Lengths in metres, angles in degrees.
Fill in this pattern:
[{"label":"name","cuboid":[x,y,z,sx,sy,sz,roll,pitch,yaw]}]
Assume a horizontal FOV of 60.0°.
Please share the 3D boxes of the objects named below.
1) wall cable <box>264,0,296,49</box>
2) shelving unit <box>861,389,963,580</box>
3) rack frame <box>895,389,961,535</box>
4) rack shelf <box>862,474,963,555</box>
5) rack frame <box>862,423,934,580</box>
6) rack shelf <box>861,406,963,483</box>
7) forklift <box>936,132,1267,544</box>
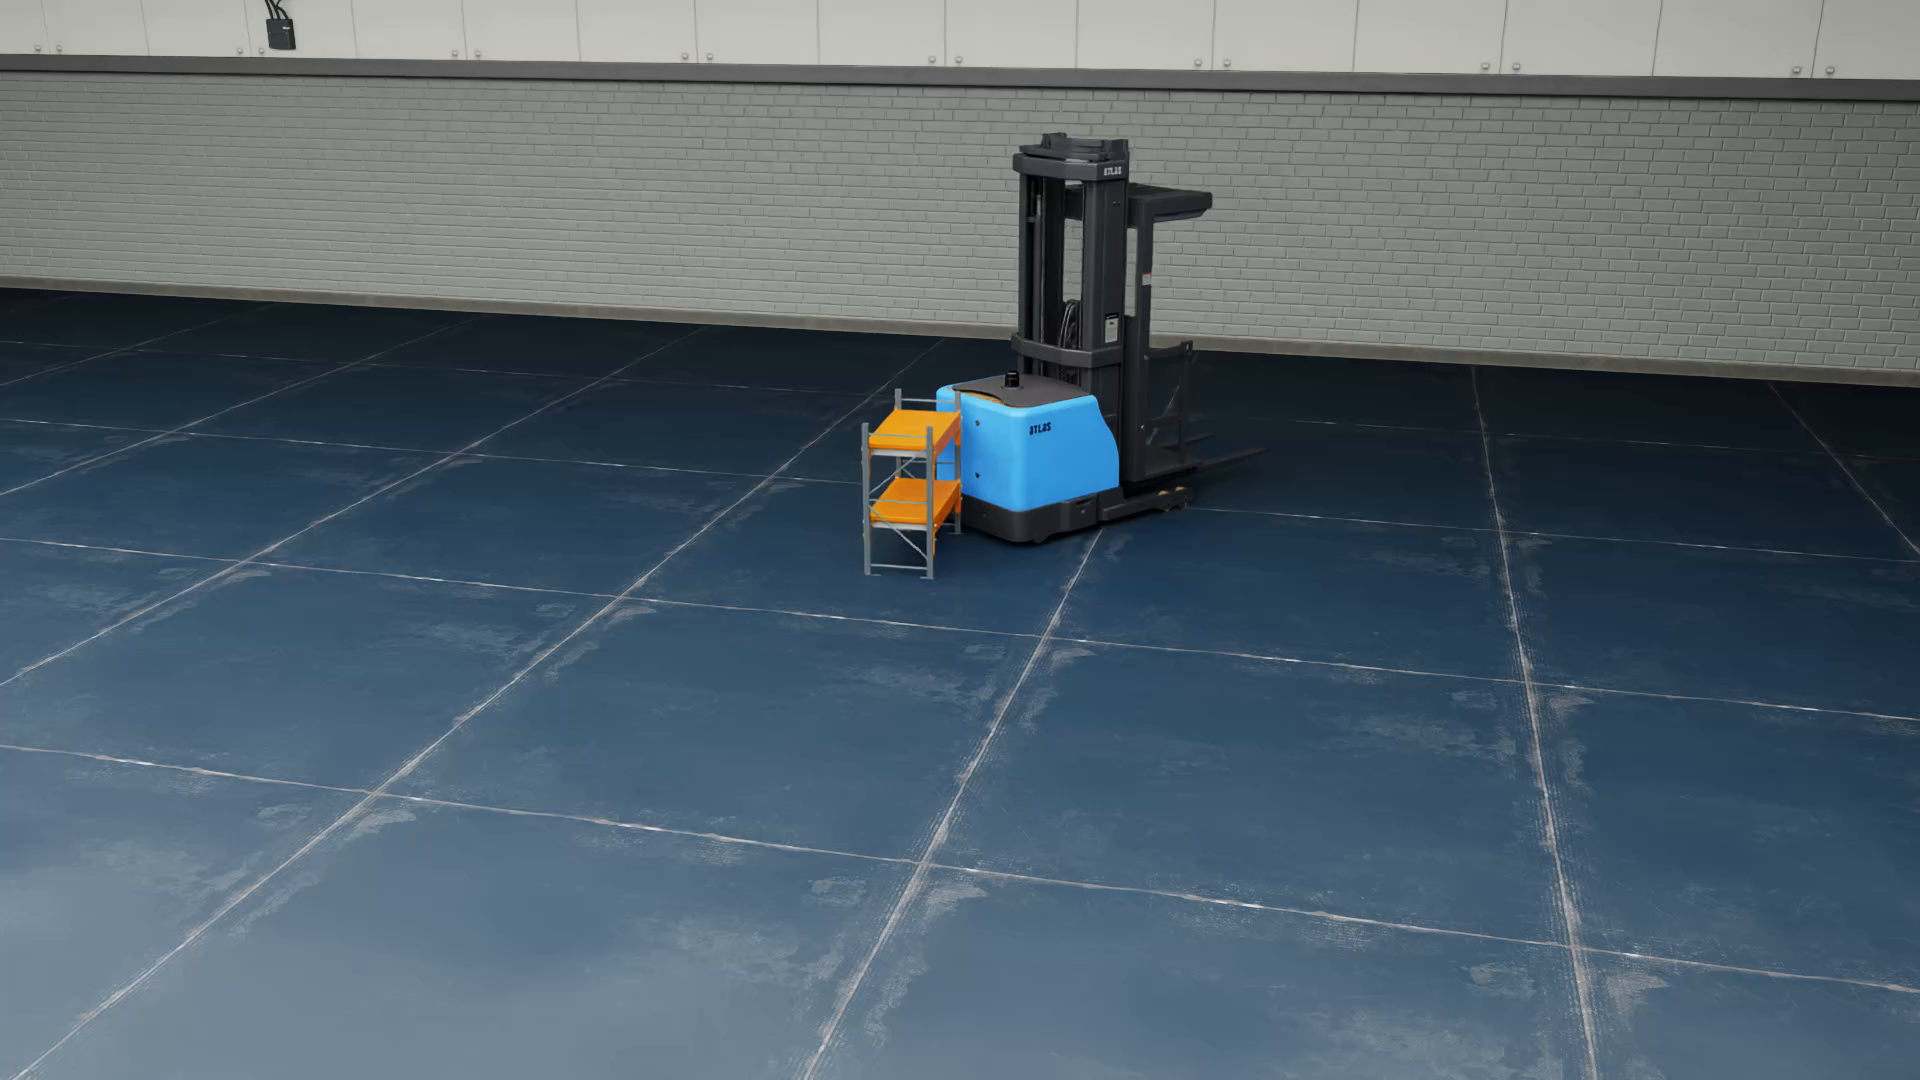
[{"label":"wall cable","cuboid":[-7.453,-8.863,19.453,2.305,6.003,0.169,5,19,13]},{"label":"shelving unit","cuboid":[-0.338,-0.429,12.202,0.538,1.125,1.048,4,19,10]},{"label":"rack frame","cuboid":[-0.240,-0.590,12.674,0.500,1.125,0.032,4,19,10]},{"label":"rack shelf","cuboid":[-0.338,-0.197,12.281,0.538,0.278,1.000,4,19,10]},{"label":"rack frame","cuboid":[-0.436,-0.267,11.730,0.500,1.125,0.032,4,19,10]},{"label":"rack shelf","cuboid":[-0.338,-0.706,12.107,0.538,0.278,1.000,4,19,10]},{"label":"forklift","cuboid":[1.261,-1.730,13.217,3.031,2.935,1.130,-15,24,-37]}]
